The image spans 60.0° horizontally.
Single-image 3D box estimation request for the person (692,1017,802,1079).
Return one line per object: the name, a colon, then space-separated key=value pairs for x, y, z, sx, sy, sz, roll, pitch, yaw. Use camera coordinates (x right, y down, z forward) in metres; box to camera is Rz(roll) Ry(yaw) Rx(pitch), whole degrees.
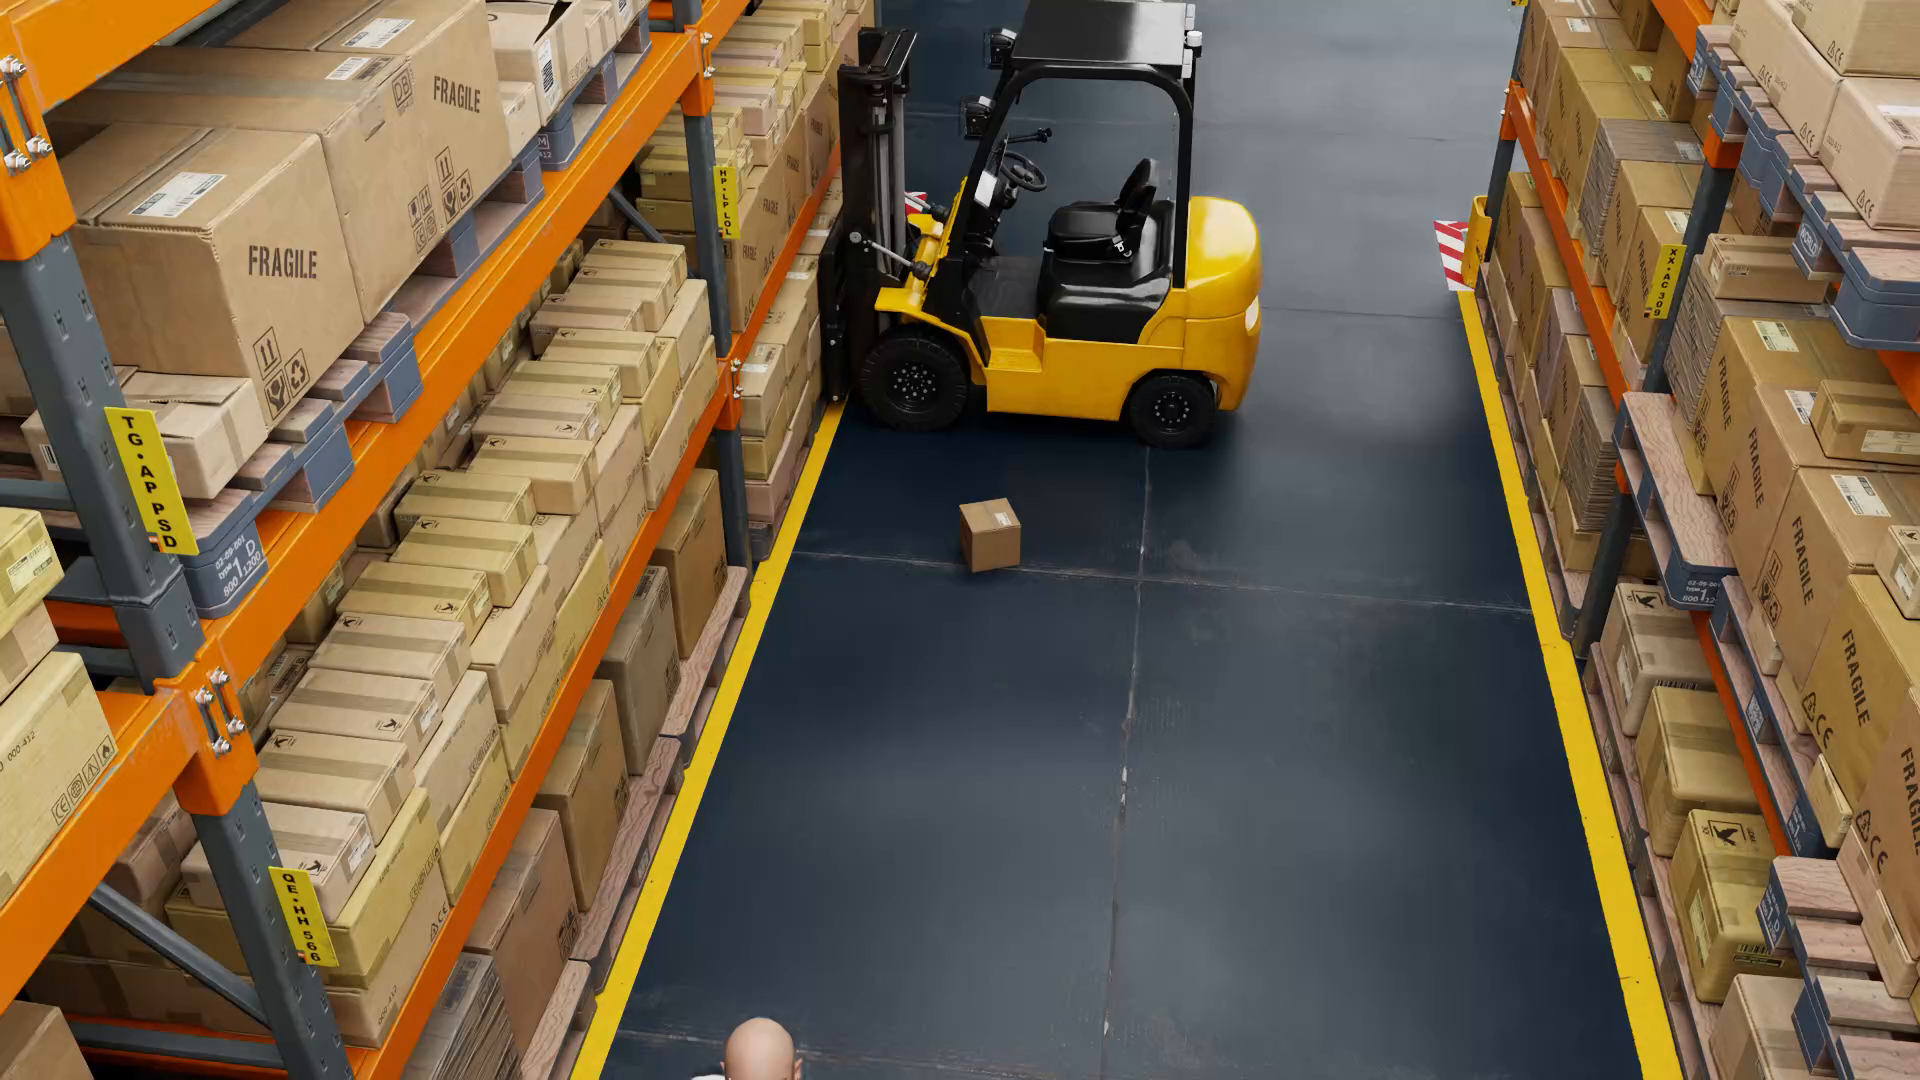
person: x=-0.486 y=1.973 z=4.296 sx=0.624 sy=1.768 sz=0.923 roll=5 pitch=36 yaw=7
